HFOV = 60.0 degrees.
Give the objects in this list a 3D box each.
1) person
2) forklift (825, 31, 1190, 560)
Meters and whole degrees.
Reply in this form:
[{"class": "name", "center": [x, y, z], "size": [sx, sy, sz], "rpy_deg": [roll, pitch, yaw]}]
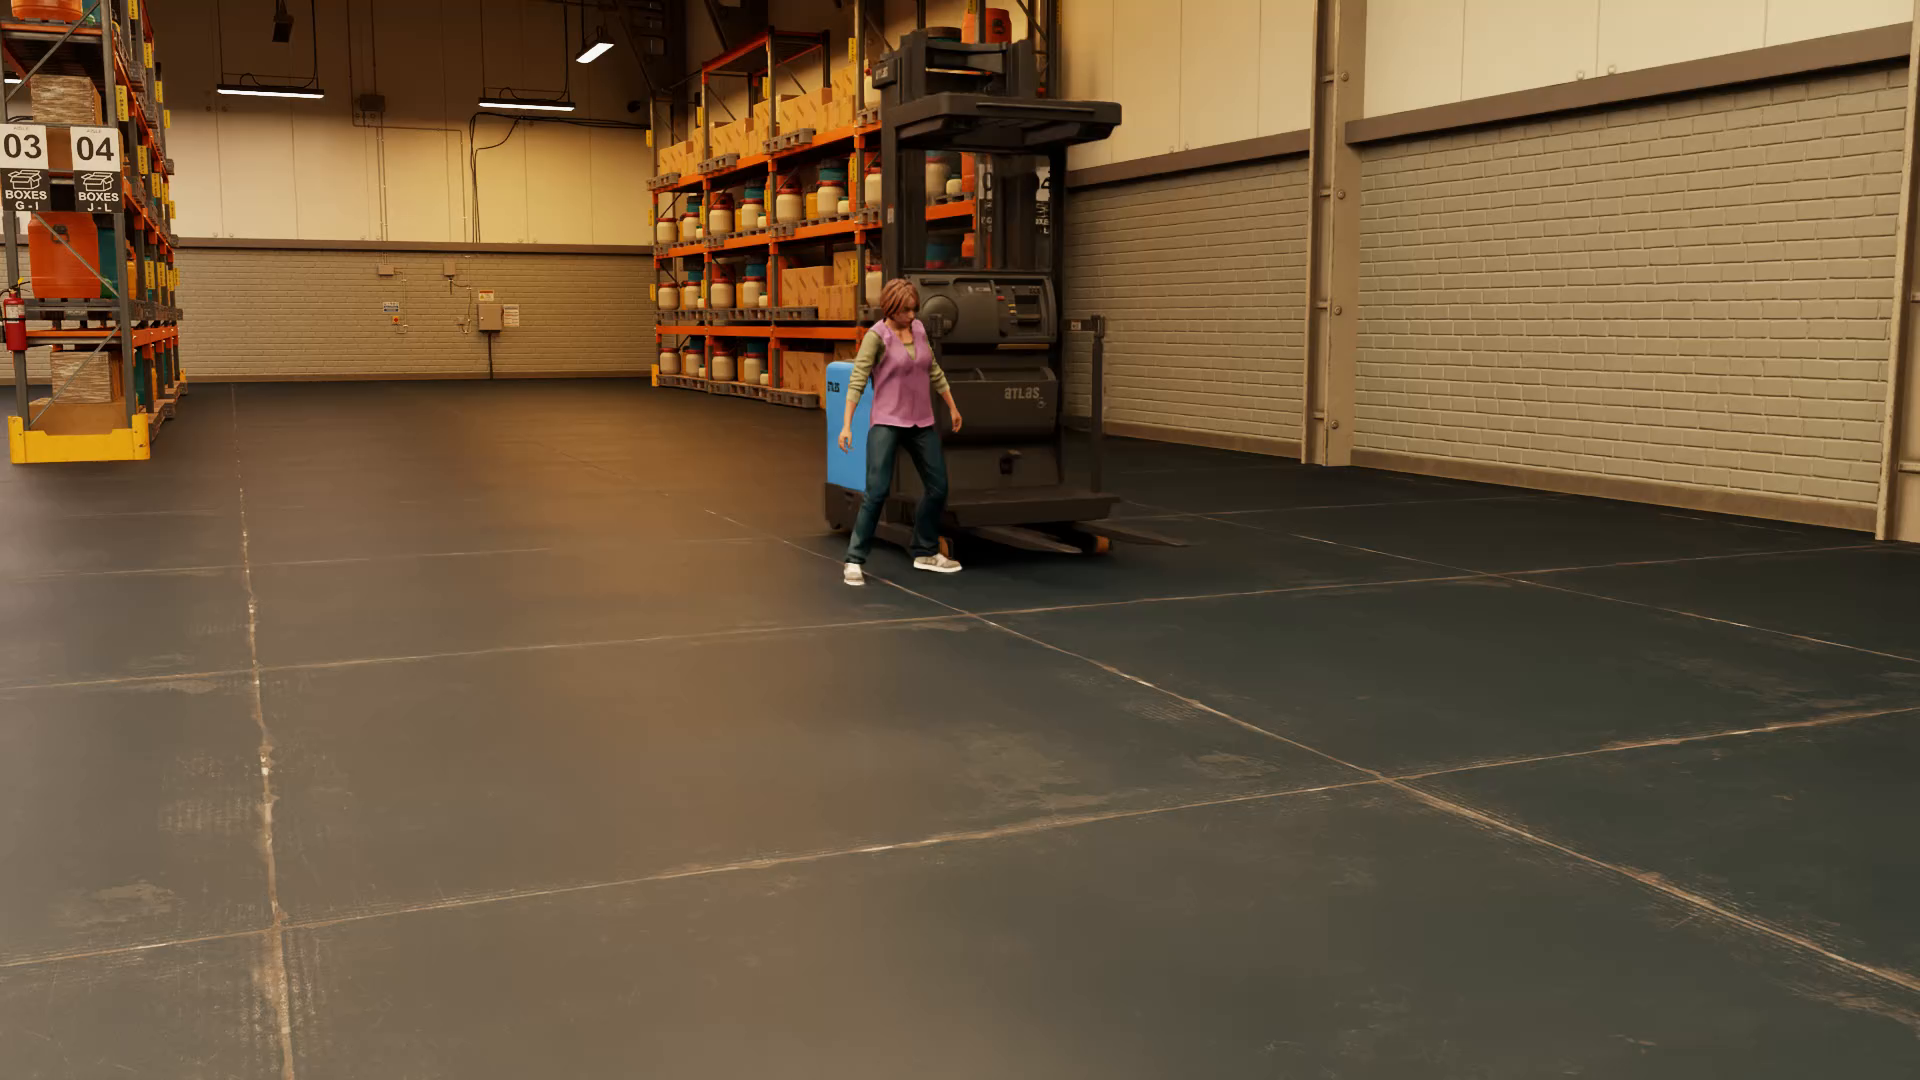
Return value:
[{"class": "person", "center": [-0.304, -0.564, 8.597], "size": [0.782, 1.557, 0.360], "rpy_deg": [-6, 9, -37]}, {"class": "forklift", "center": [0.212, -1.370, 9.332], "size": [1.130, 2.935, 3.031], "rpy_deg": [-3, 8, -24]}]
